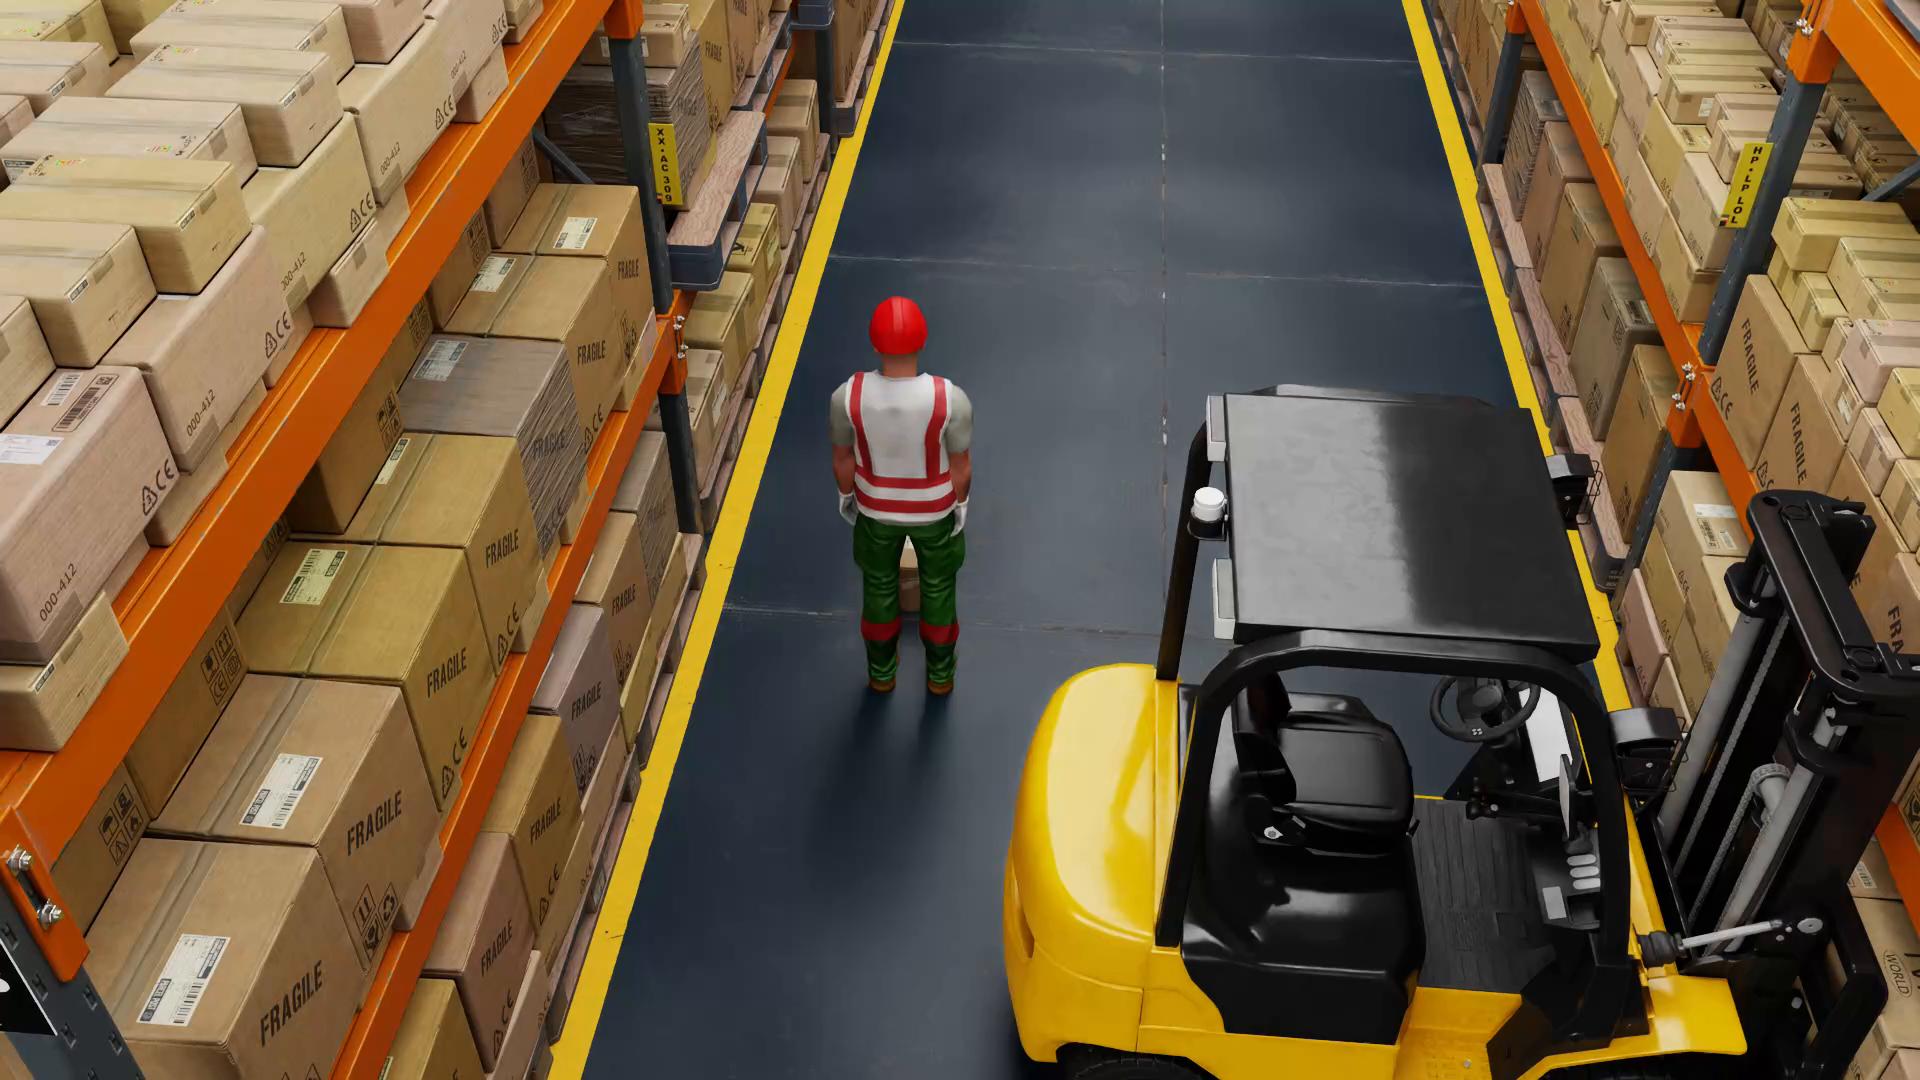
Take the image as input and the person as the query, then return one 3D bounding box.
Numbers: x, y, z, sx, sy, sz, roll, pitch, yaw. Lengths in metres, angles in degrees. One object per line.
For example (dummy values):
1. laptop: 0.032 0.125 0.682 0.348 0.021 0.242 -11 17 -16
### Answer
1. person: -0.211 -0.143 6.311 0.526 1.783 0.336 3 40 3
